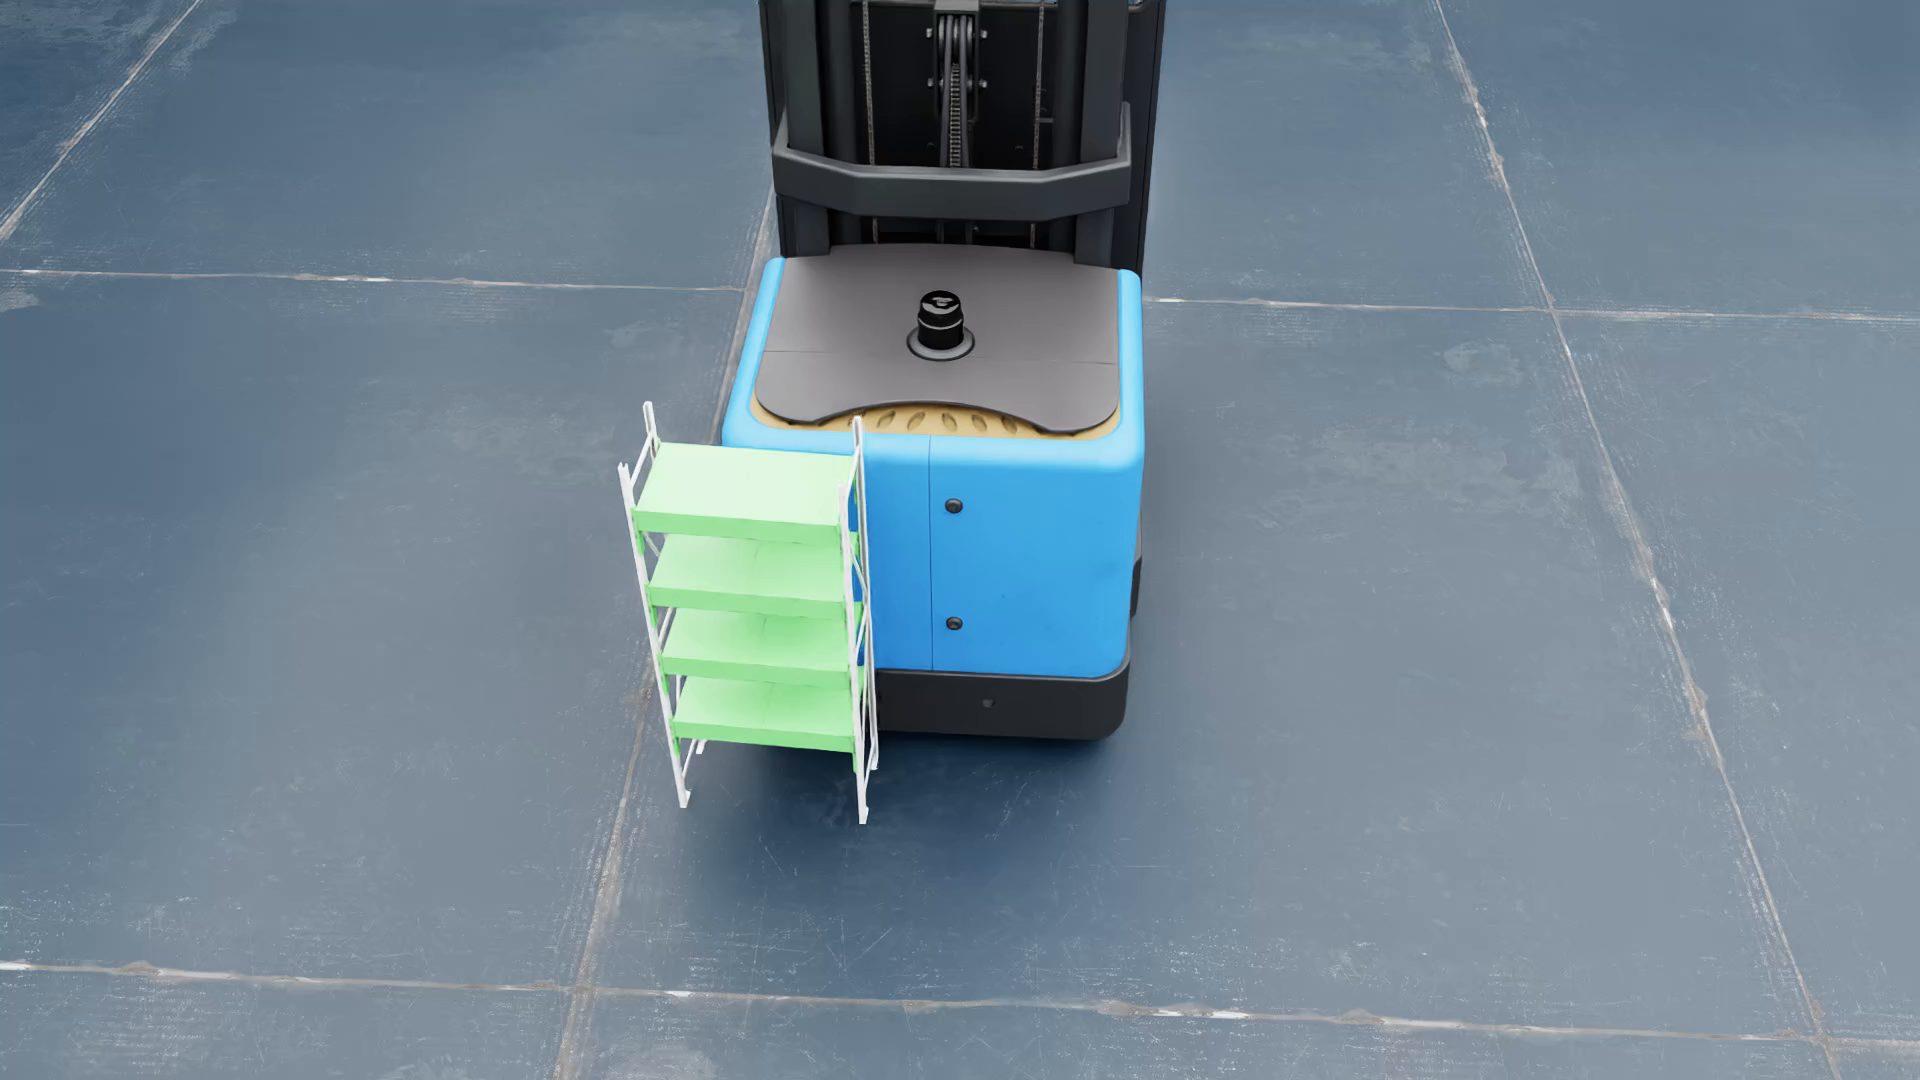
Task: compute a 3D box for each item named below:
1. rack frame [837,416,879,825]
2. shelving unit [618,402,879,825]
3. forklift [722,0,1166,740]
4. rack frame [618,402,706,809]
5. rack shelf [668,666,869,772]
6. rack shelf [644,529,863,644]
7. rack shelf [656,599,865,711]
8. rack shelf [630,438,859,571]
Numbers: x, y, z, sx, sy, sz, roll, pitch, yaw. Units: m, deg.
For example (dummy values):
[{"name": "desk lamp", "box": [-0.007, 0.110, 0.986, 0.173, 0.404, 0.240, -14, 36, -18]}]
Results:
[{"name": "rack frame", "box": [-0.246, 0.239, 4.113, 0.015, 1.200, 0.240, 4, 43, 5]}, {"name": "shelving unit", "box": [-0.489, 0.220, 4.133, 0.503, 1.200, 0.258, 4, 43, 5]}, {"name": "forklift", "box": [0.021, -1.519, 4.730, 1.130, 2.935, 3.031, 2, 43, 3]}, {"name": "rack frame", "box": [-0.731, 0.202, 4.153, 0.015, 1.200, 0.240, 4, 43, 5]}, {"name": "rack shelf", "box": [-0.489, 0.443, 4.340, 0.480, 0.148, 0.258, 4, 43, 5]}, {"name": "rack shelf", "box": [-0.489, 0.092, 4.013, 0.480, 0.148, 0.258, 4, 43, 5]}, {"name": "rack shelf", "box": [-0.489, 0.267, 4.177, 0.480, 0.148, 0.258, 4, 43, 5]}, {"name": "rack shelf", "box": [-0.489, -0.084, 3.849, 0.480, 0.148, 0.258, 4, 43, 5]}]
